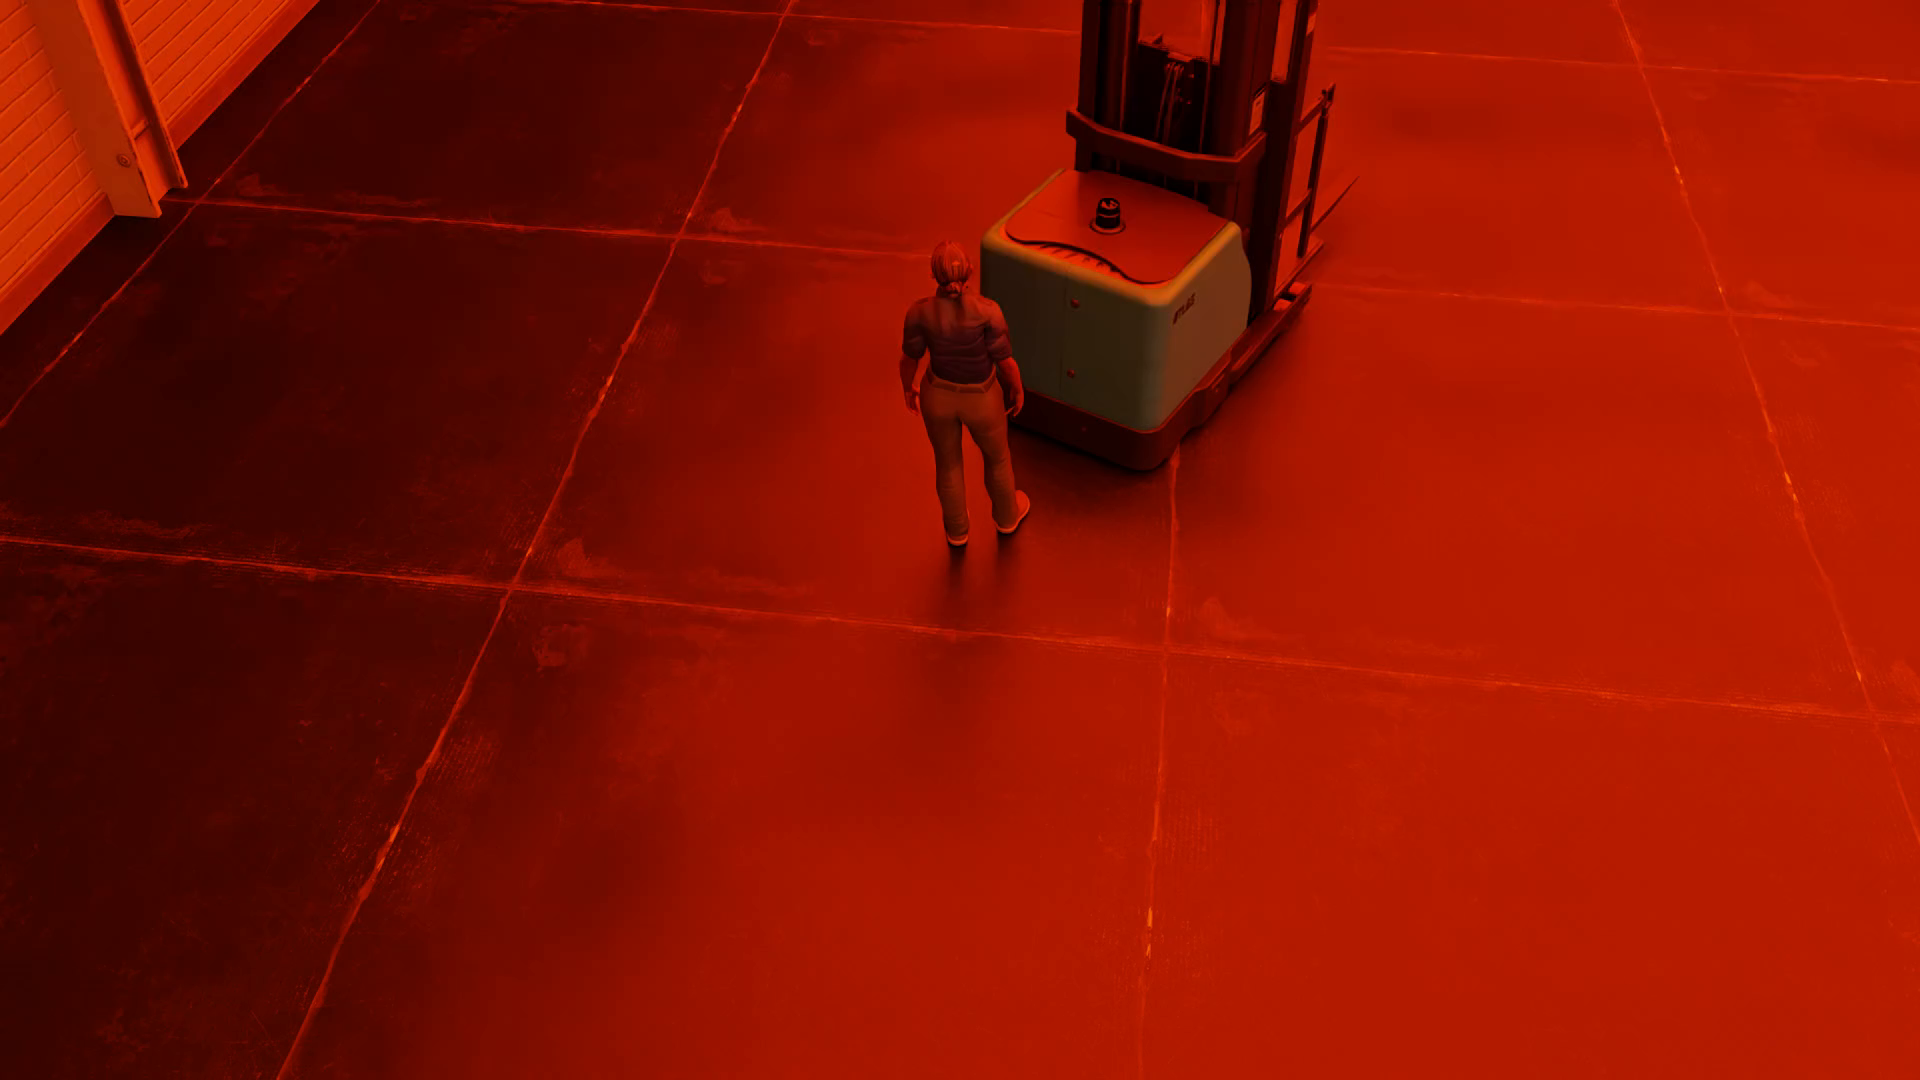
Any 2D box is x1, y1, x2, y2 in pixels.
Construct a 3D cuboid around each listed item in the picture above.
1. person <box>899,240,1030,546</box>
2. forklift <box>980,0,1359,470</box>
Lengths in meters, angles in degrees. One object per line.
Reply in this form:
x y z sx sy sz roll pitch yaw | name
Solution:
0.032 -0.672 7.388 0.569 1.655 0.504 5 43 6 | person
1.300 -2.393 8.329 1.130 2.935 3.031 23 47 23 | forklift
